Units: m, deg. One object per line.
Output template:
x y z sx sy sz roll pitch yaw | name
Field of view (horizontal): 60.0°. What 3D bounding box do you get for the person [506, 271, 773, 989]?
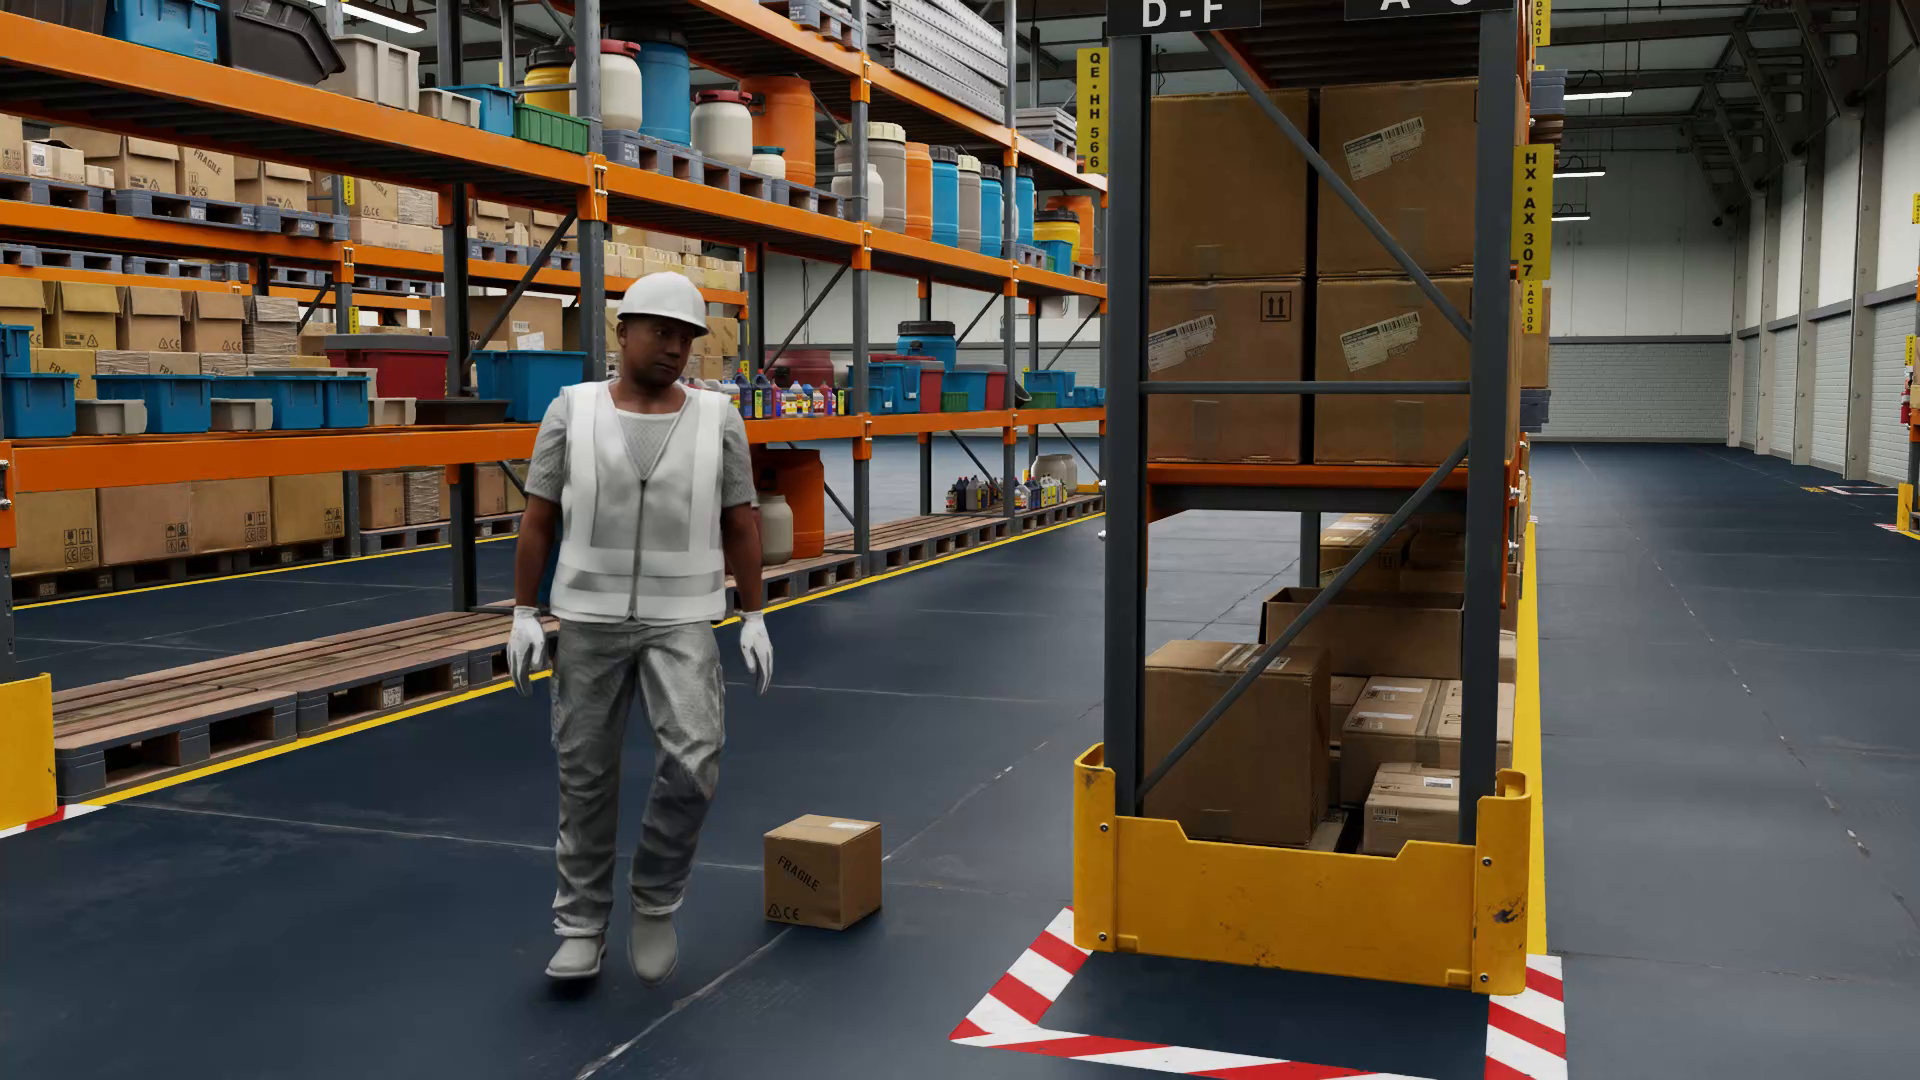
-0.790 0.228 4.105 0.652 1.773 0.475 -1 5 -6 | person
